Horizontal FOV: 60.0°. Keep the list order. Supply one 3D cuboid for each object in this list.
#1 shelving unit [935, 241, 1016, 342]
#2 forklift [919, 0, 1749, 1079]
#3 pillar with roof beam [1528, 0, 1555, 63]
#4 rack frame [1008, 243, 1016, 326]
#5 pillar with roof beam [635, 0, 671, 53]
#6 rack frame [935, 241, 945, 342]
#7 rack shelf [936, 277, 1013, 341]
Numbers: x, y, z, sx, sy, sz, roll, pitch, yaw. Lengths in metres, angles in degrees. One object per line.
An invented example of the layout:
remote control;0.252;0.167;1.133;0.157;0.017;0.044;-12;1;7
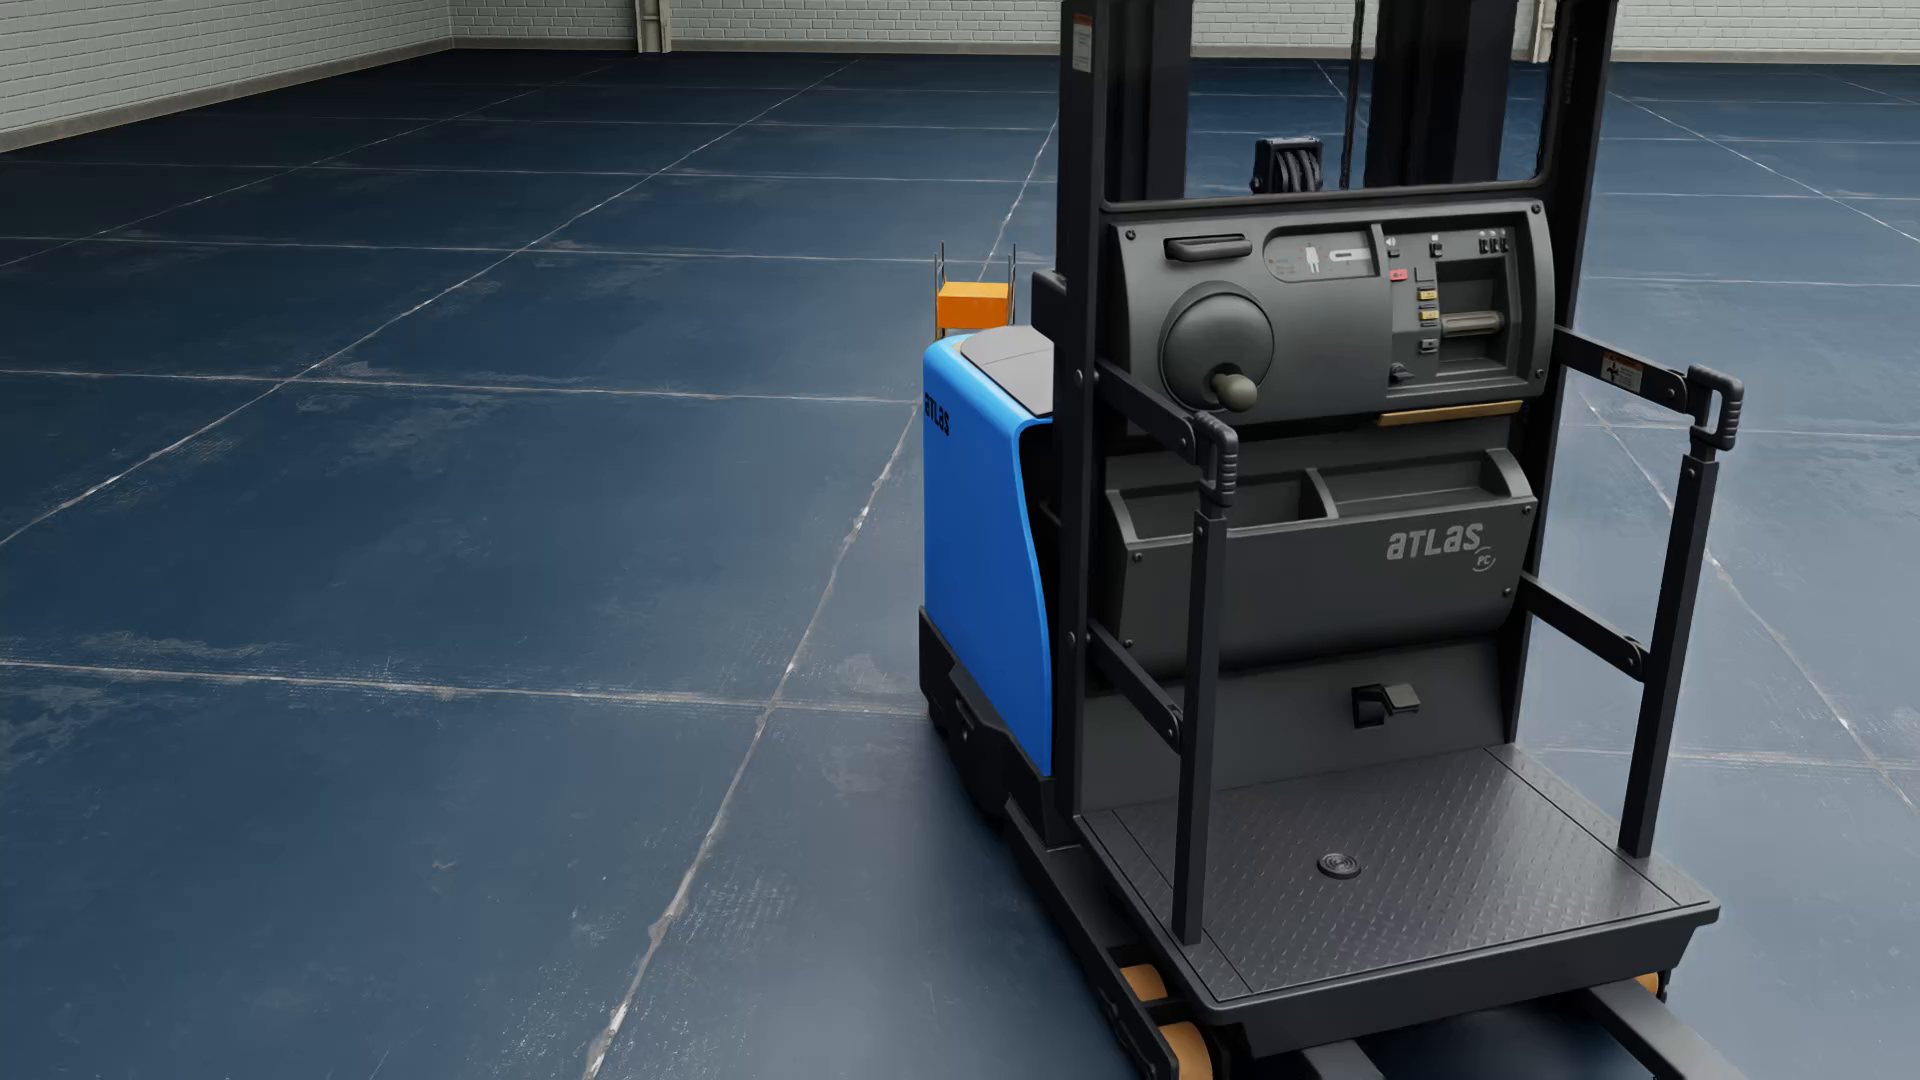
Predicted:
shelving unit;0.053;-0.486;5.741;0.252;1.050;0.215;2;22;6
forklift;0.812;-0.437;3.058;1.130;2.935;3.031;-7;22;-16
pillar with roof beam;7.172;-8.885;16.174;0.400;9.000;9.100;2;22;6
rack frame;0.174;-0.481;5.728;0.008;1.050;0.200;2;22;6
pillar with roof beam;-4.745;-9.404;17.487;0.400;9.000;9.100;2;22;6
rack frame;-0.068;-0.491;5.754;0.008;1.050;0.200;2;22;6
rack shelf;0.053;-0.740;5.641;0.240;0.259;0.215;2;22;6
